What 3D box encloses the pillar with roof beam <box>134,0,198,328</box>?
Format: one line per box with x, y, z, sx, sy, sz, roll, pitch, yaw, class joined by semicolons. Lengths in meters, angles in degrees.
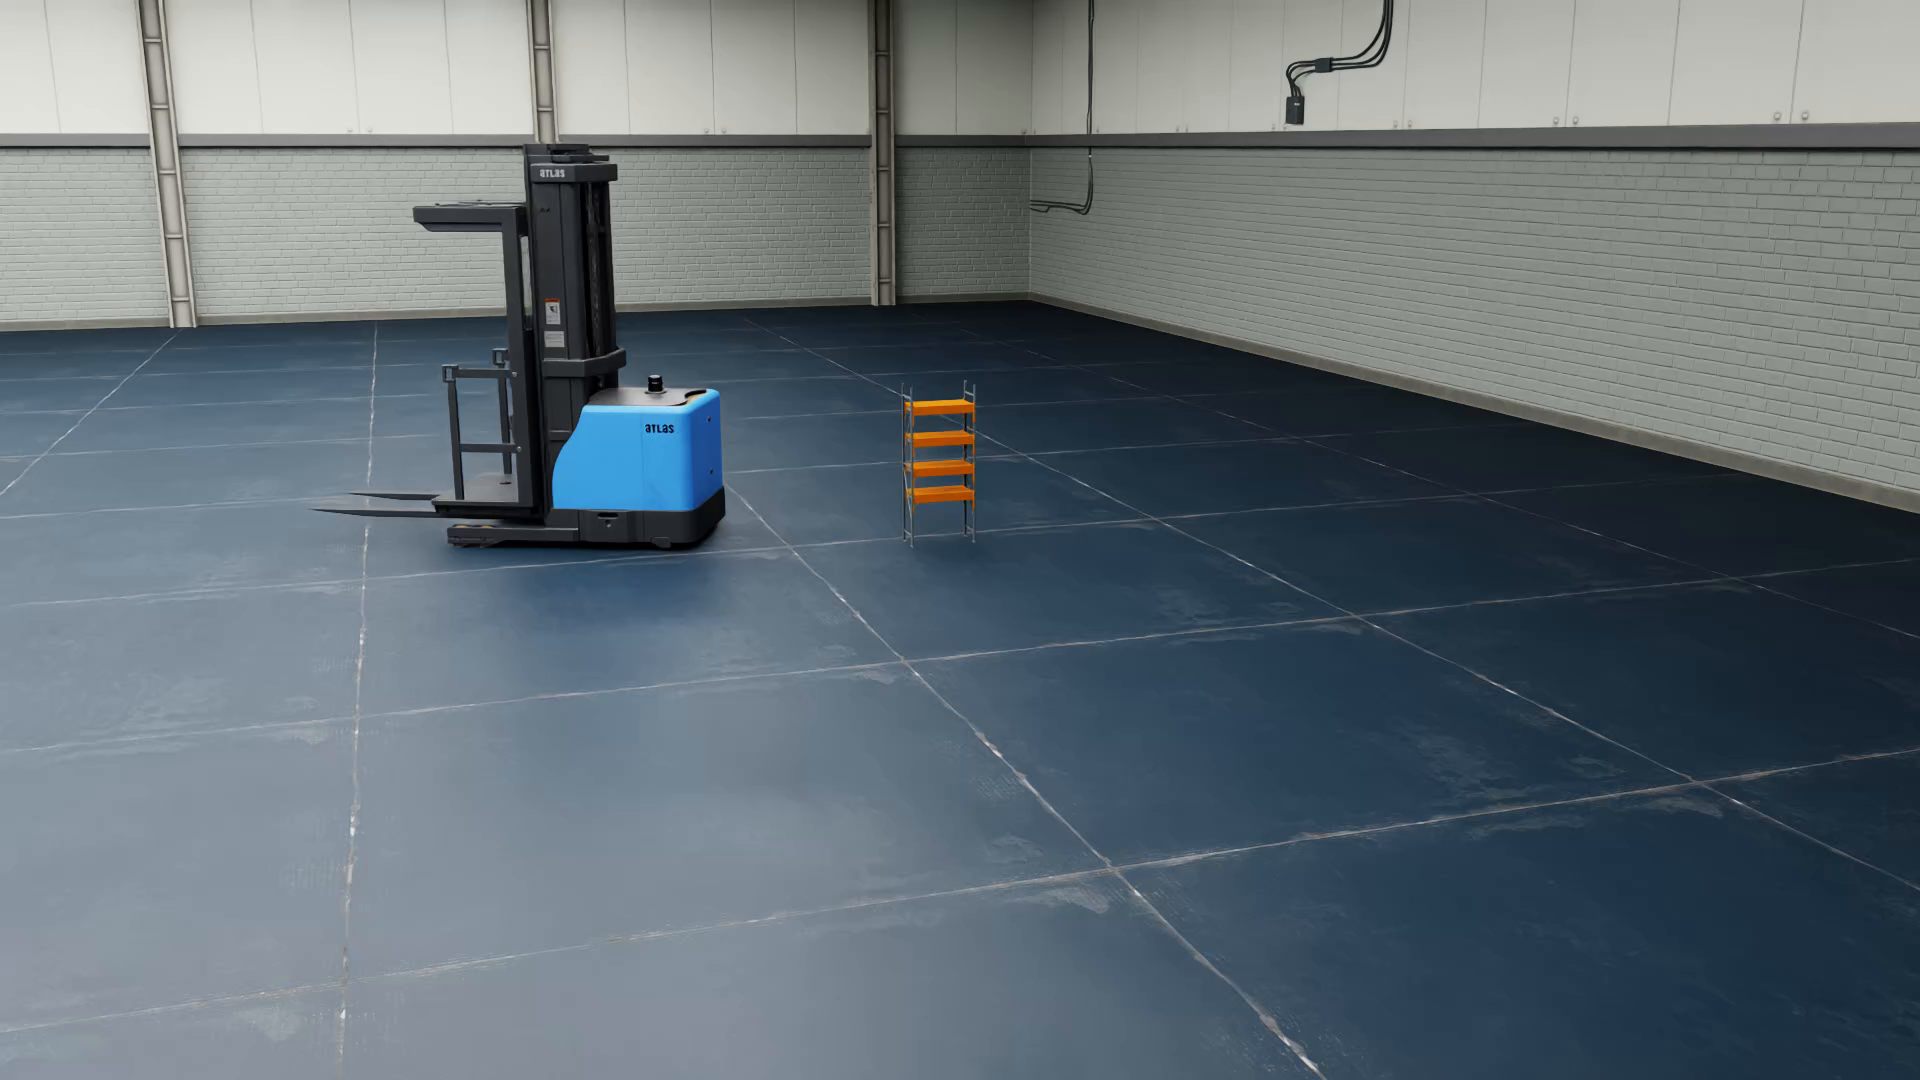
-11.437;-6.960;22.456;0.400;9.000;9.100;-4;14;-18;pillar with roof beam

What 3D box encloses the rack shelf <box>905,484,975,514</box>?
-0.157;-0.313;12.514;0.480;0.148;0.258;-4;14;-18;rack shelf

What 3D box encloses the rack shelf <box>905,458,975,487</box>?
-0.157;-0.506;12.468;0.480;0.148;0.258;-4;14;-18;rack shelf

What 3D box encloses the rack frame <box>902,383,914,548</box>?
-0.388;-0.553;12.377;0.015;1.200;0.240;-4;14;-18;rack frame

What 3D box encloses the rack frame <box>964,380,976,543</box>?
0.074;-0.590;12.528;0.015;1.200;0.240;-4;14;-18;rack frame

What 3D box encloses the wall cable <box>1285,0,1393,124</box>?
4.790;-8.288;20.692;0.169;6.003;2.305;-4;14;-18;wall cable

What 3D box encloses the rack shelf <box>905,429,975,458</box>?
-0.157;-0.724;12.416;0.480;0.148;0.258;-4;14;-18;rack shelf

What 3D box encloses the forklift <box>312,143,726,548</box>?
-3.404;-1.486;12.558;3.031;2.935;1.130;1;13;5;forklift

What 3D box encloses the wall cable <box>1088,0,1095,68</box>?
2.640;-9.070;27.124;0.112;2.526;3.097;-4;14;-18;wall cable

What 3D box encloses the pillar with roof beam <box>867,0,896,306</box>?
-0.064;-7.845;26.180;0.400;9.000;9.100;-4;14;-18;pillar with roof beam

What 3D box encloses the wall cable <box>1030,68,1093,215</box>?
1.777;-7.206;30.203;0.112;2.526;3.097;-4;14;-18;wall cable

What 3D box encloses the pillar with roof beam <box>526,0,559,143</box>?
-5.751;-7.403;24.318;0.400;9.000;9.100;-4;14;-18;pillar with roof beam

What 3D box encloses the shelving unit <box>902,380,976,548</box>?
-0.157;-0.572;12.453;0.503;1.200;0.258;-4;14;-18;shelving unit

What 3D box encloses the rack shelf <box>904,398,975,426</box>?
-0.157;-0.954;12.362;0.480;0.148;0.258;-4;14;-18;rack shelf
